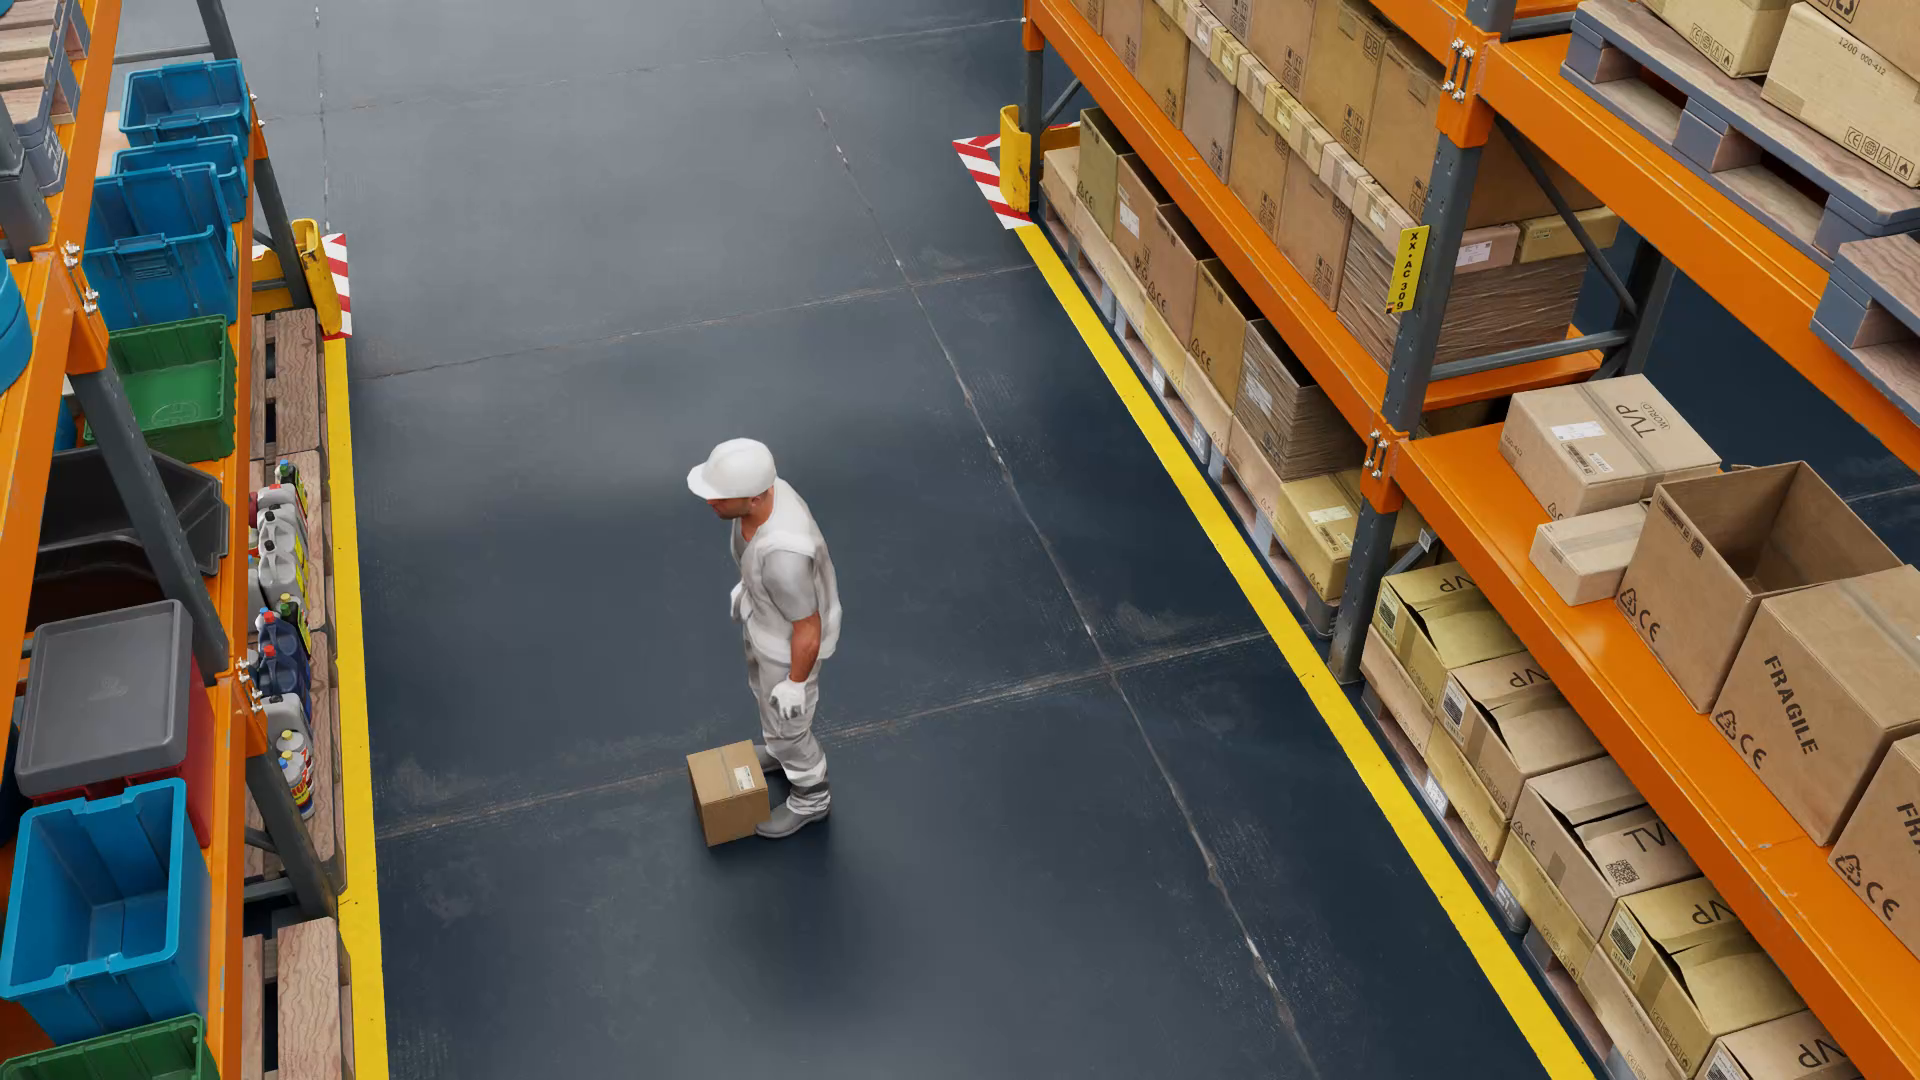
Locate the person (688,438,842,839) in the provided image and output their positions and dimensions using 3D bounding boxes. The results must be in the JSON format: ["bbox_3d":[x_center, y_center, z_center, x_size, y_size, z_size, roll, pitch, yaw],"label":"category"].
[{"bbox_3d":[-0.647,0.336,5.773,0.448,1.779,0.591,-14,44,-15],"label":"person"}]
